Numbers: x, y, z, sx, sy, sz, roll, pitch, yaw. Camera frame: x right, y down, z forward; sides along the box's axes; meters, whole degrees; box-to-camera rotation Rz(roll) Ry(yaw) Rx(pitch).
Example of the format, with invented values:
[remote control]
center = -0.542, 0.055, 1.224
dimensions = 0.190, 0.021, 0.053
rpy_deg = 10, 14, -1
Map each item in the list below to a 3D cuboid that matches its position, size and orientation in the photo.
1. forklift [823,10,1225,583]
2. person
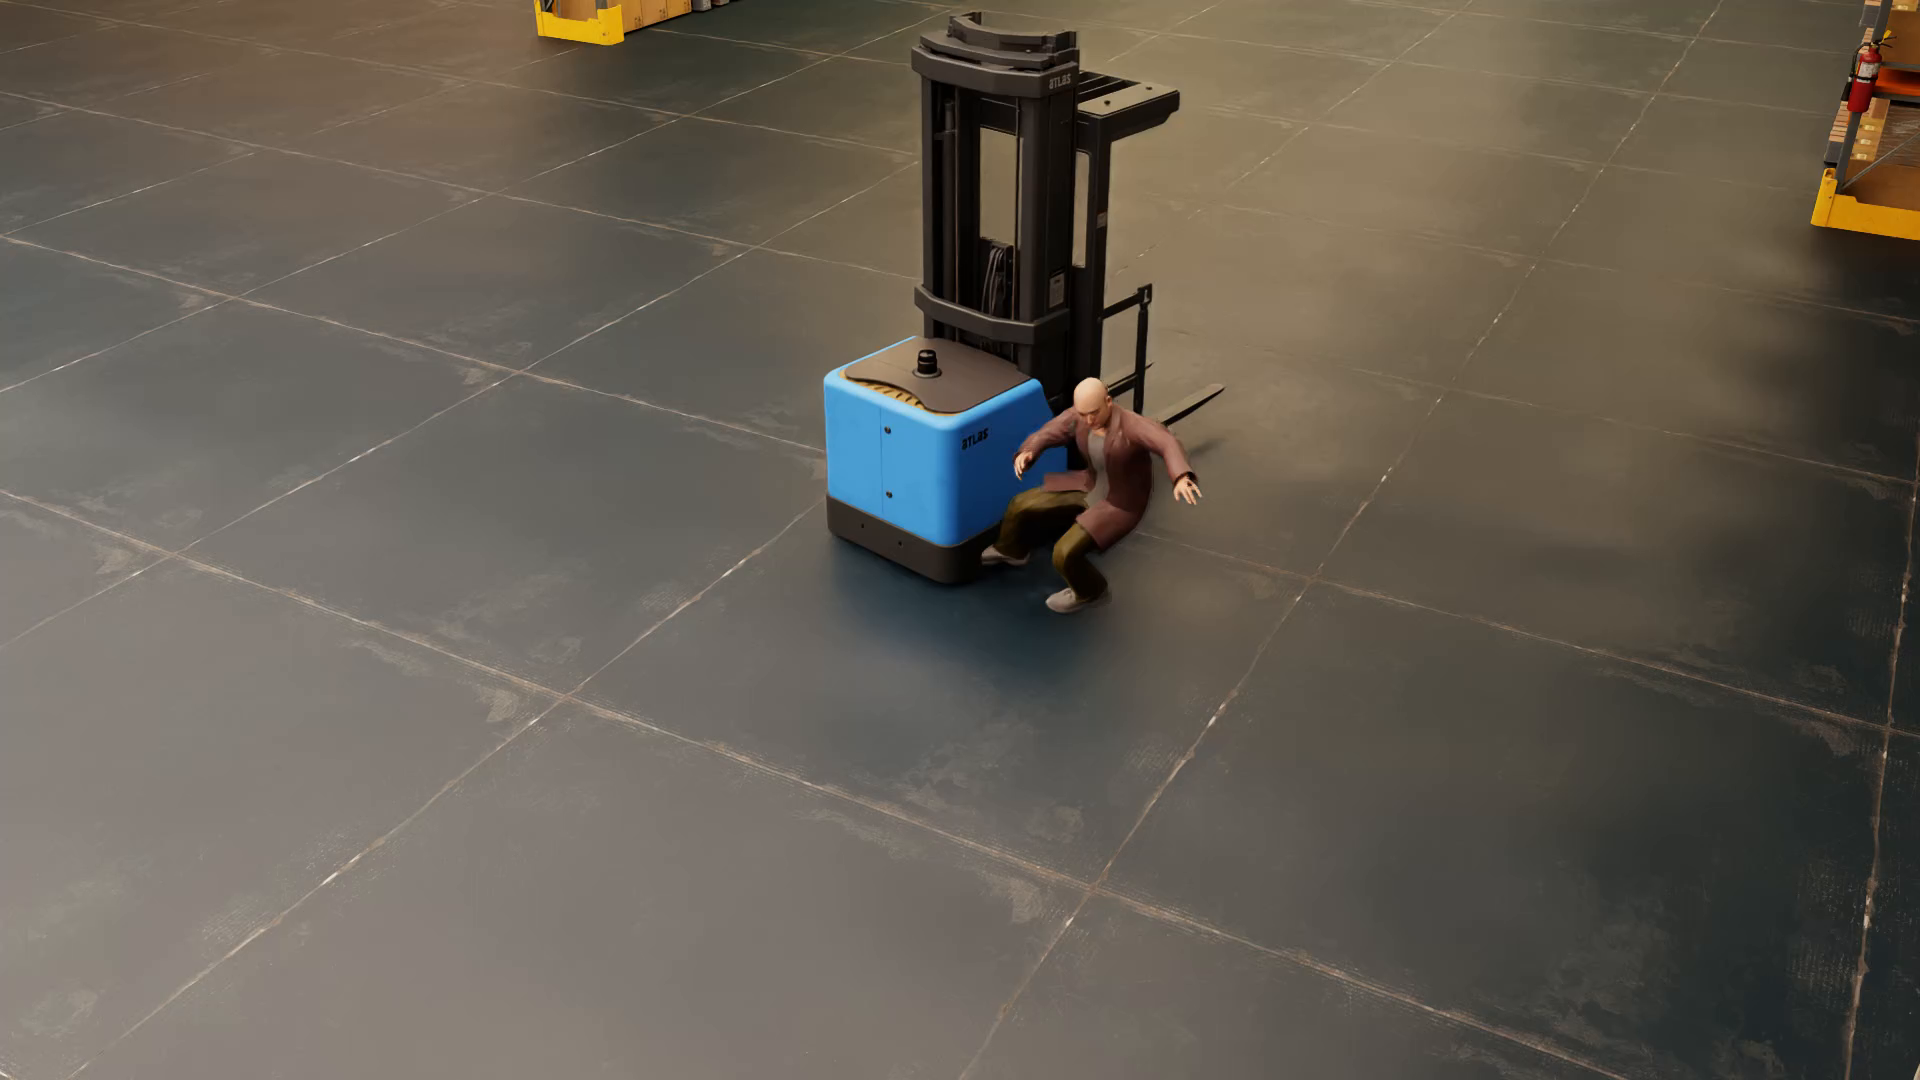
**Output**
[forklift]
center = 0.560, -1.677, 9.977
dimensions = 1.130, 2.935, 3.031
rpy_deg = 24, 38, 35
[person]
center = 0.664, -0.183, 8.800
dimensions = 0.815, 1.430, 1.679
rpy_deg = -24, 38, -36
